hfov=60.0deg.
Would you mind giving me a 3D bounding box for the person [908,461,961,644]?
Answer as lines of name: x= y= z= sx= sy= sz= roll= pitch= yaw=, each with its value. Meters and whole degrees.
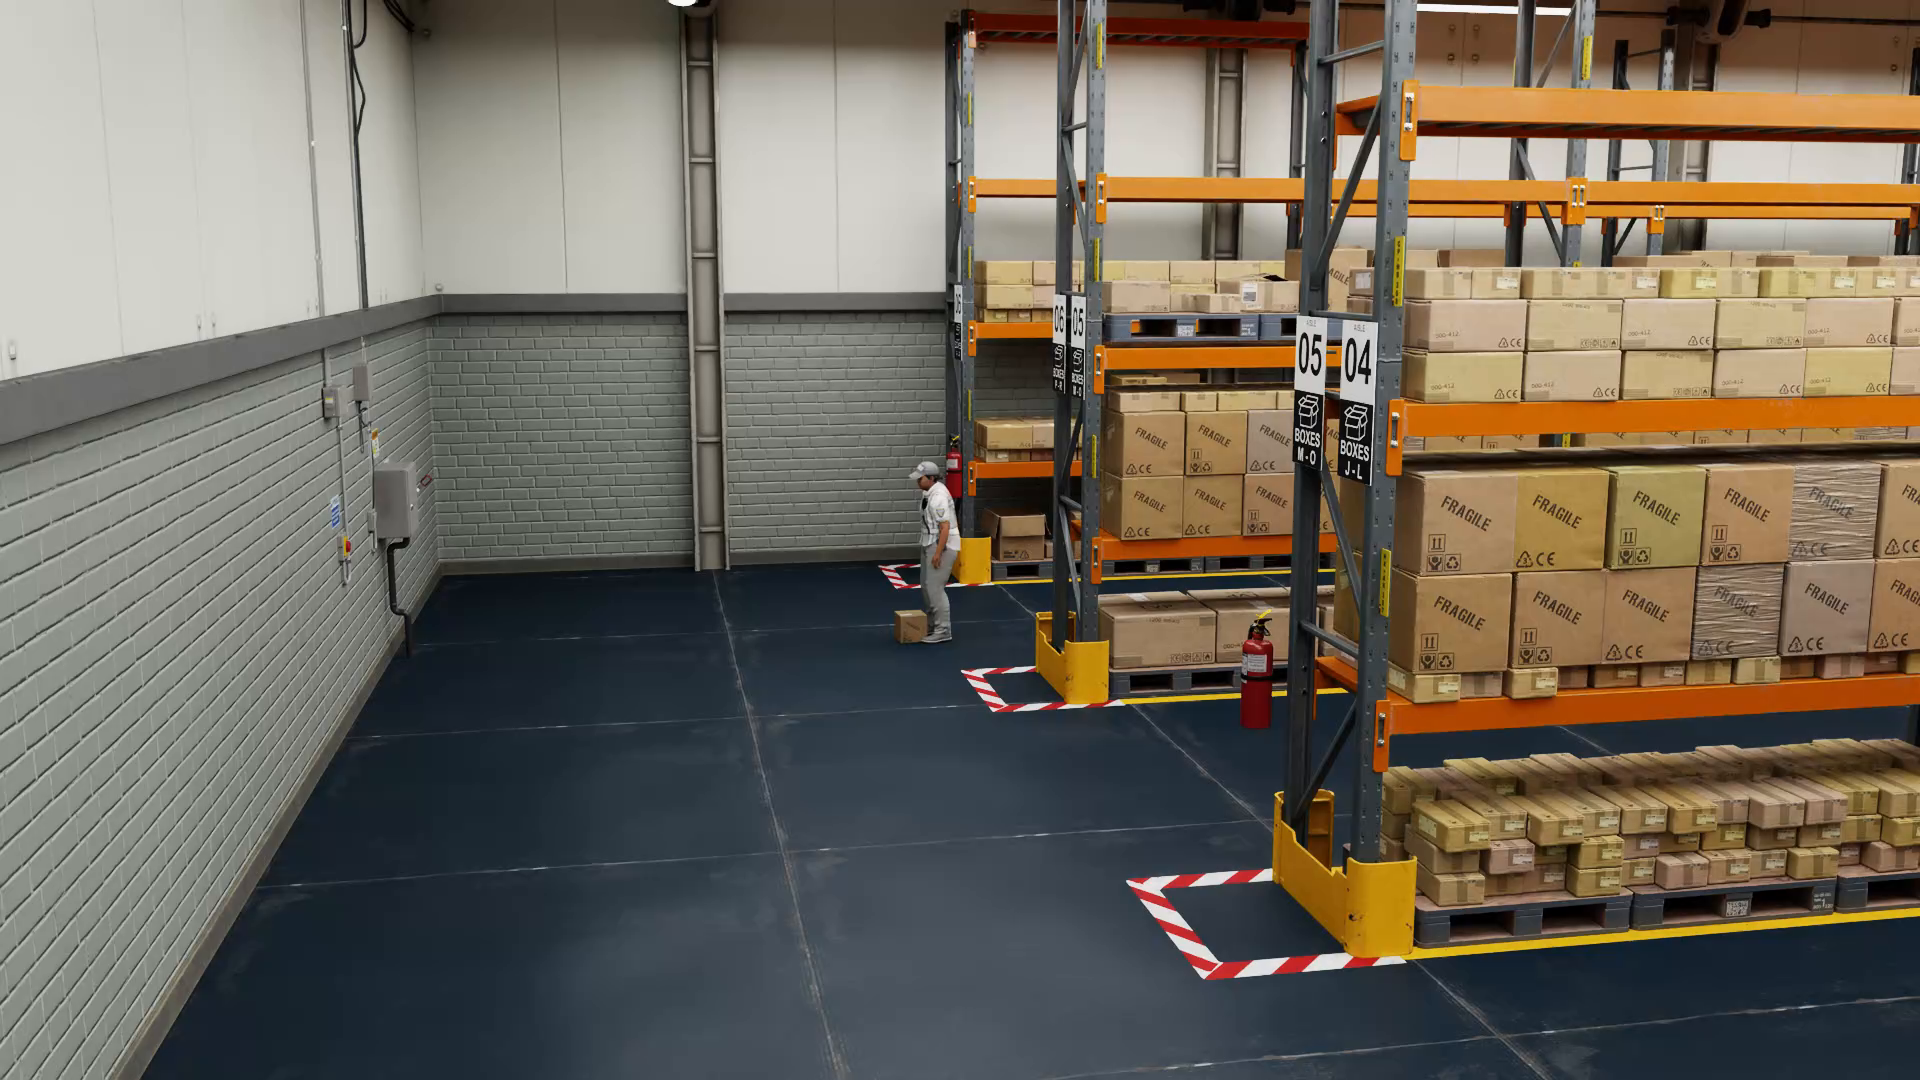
person: x=-0.246 y=0.095 z=15.318 sx=0.472 sy=1.666 sz=0.552 roll=-2 pitch=10 yaw=-12
